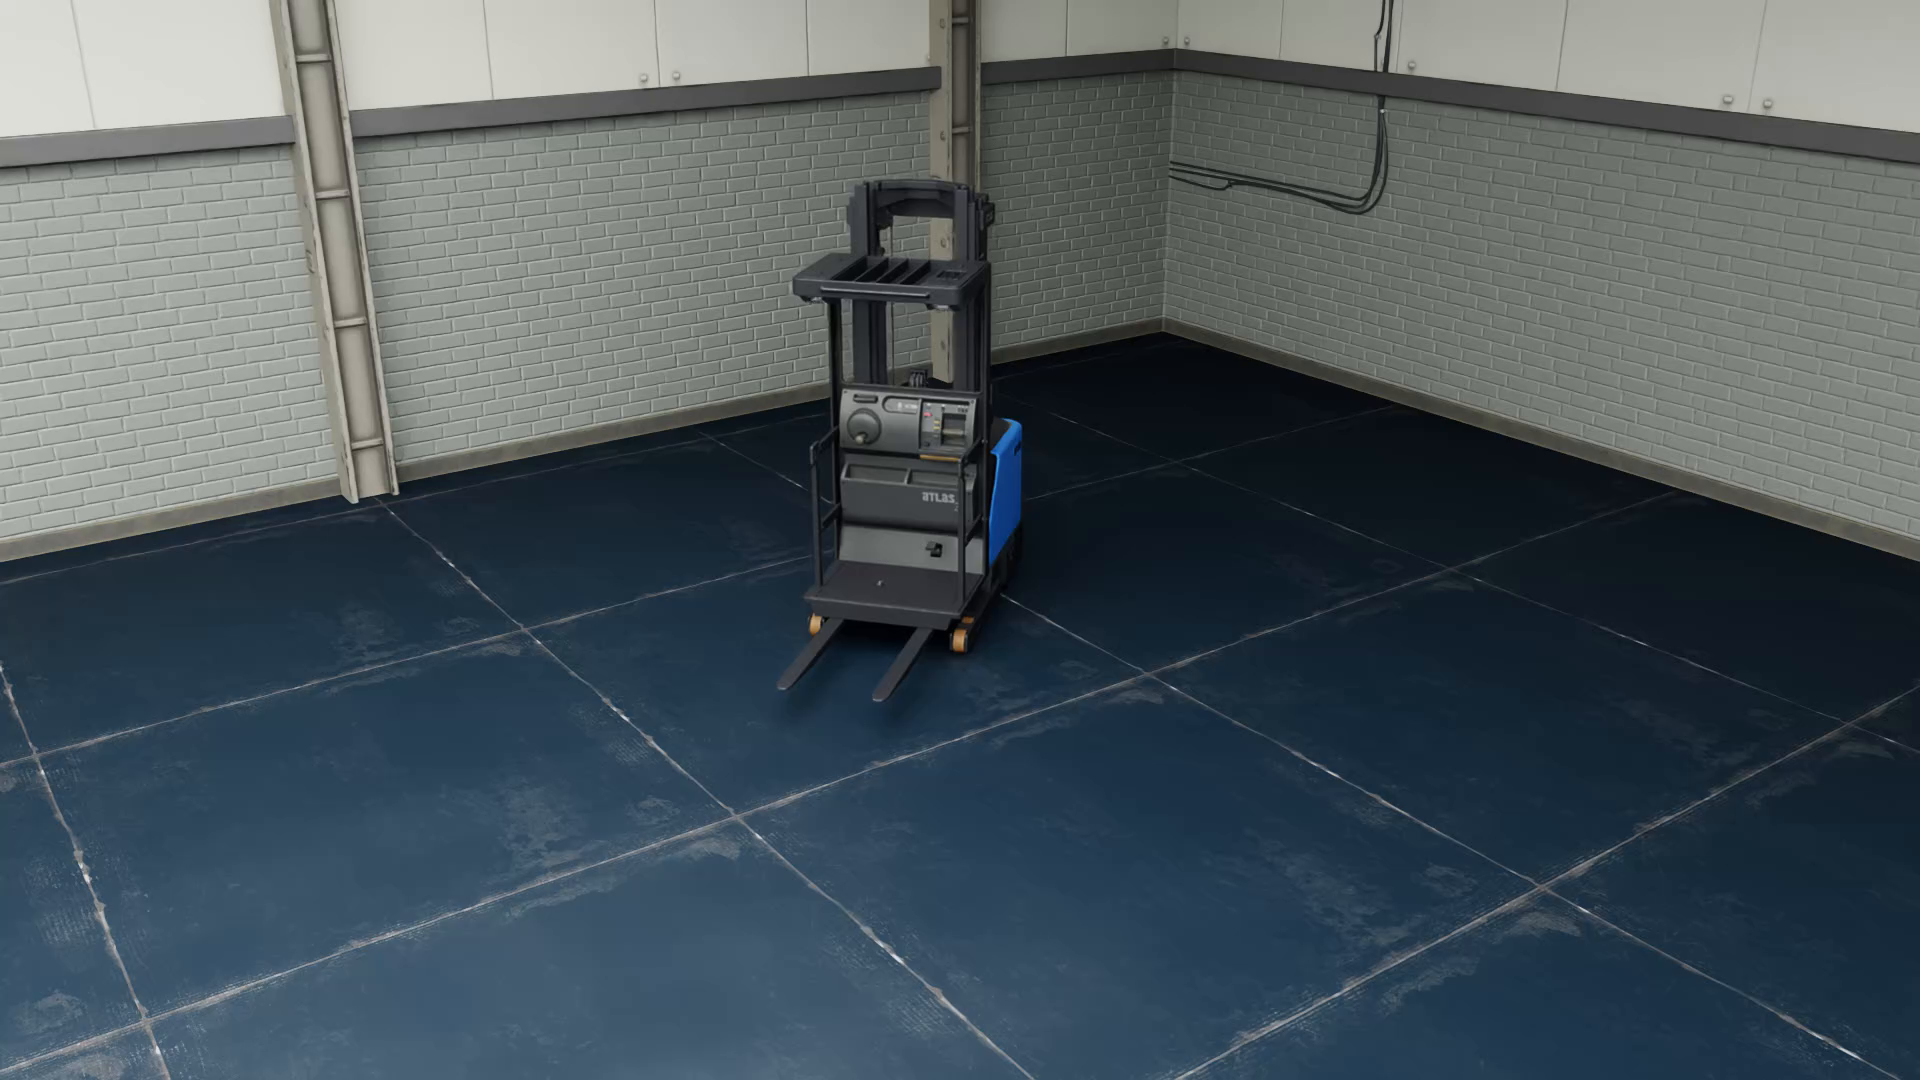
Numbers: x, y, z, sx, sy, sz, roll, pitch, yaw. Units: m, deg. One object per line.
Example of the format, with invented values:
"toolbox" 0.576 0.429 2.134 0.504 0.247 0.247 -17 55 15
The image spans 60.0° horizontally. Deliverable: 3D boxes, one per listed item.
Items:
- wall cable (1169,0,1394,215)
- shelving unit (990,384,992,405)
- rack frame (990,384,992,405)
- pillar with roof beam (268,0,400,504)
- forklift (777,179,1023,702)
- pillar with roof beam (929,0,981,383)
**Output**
"wall cable" 3.117 -4.663 16.629 0.112 2.526 3.097 -15 26 -33
"shelving unit" -0.035 -0.618 12.827 0.503 1.200 0.258 -12 25 -27
"rack frame" 0.178 -0.663 12.939 0.015 1.200 0.240 -12 25 -27
"pillar with roof beam" -2.402 -3.271 8.952 0.400 9.000 9.100 -15 26 -33
"forklift" -0.400 -0.769 10.869 1.130 2.935 3.031 6 22 14
"pillar with roof beam" 2.468 -4.570 12.207 0.400 9.000 9.100 -15 26 -33
